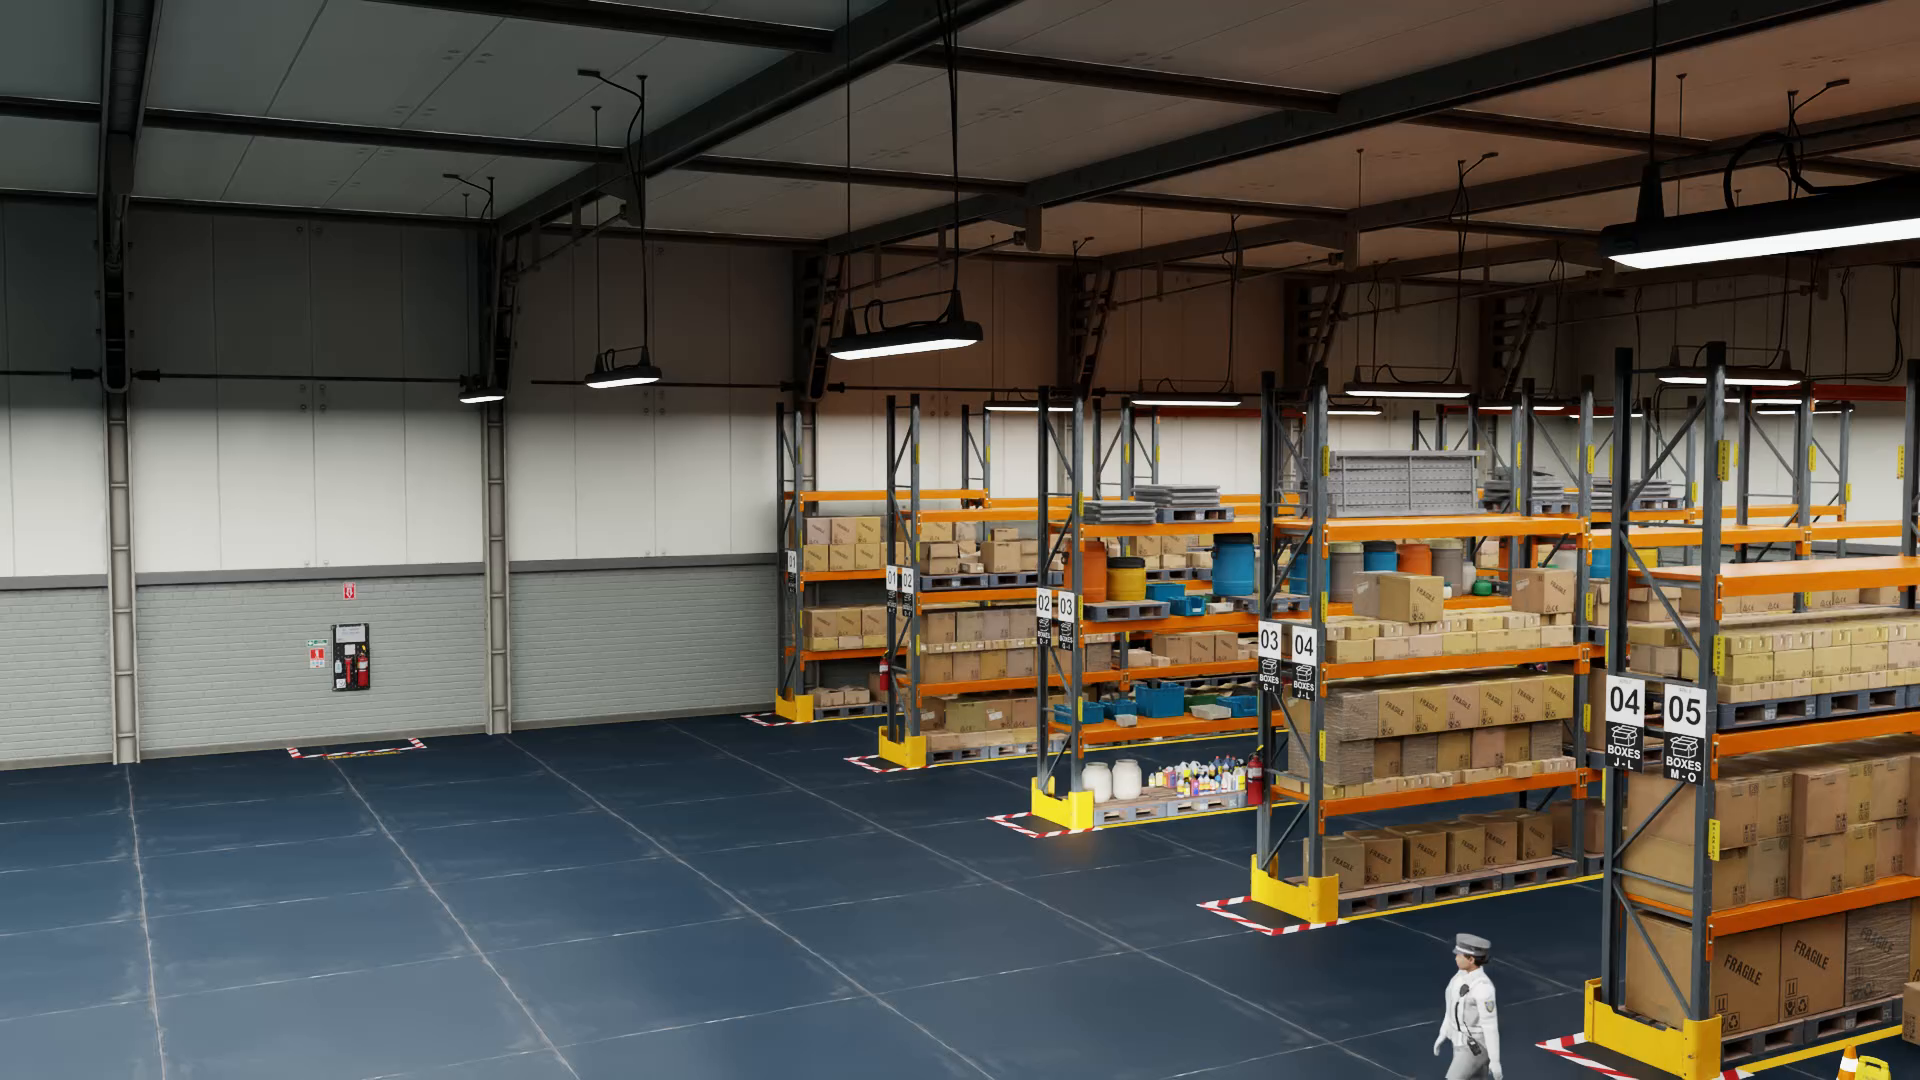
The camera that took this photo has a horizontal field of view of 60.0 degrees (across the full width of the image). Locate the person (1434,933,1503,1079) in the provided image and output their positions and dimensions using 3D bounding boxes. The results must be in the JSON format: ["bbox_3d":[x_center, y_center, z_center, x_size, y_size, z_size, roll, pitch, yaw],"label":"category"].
[{"bbox_3d":[3.574,3.653,12.010,0.920,1.623,0.528,0,3,0],"label":"person"}]

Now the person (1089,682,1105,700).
[{"bbox_3d":[2.560,2.641,30.875,0.741,1.561,0.627,-1,3,-18],"label":"person"}]

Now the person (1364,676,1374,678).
[{"bbox_3d":[6.828,2.715,28.466,1.084,1.668,0.622,-2,4,-31],"label":"person"}]
